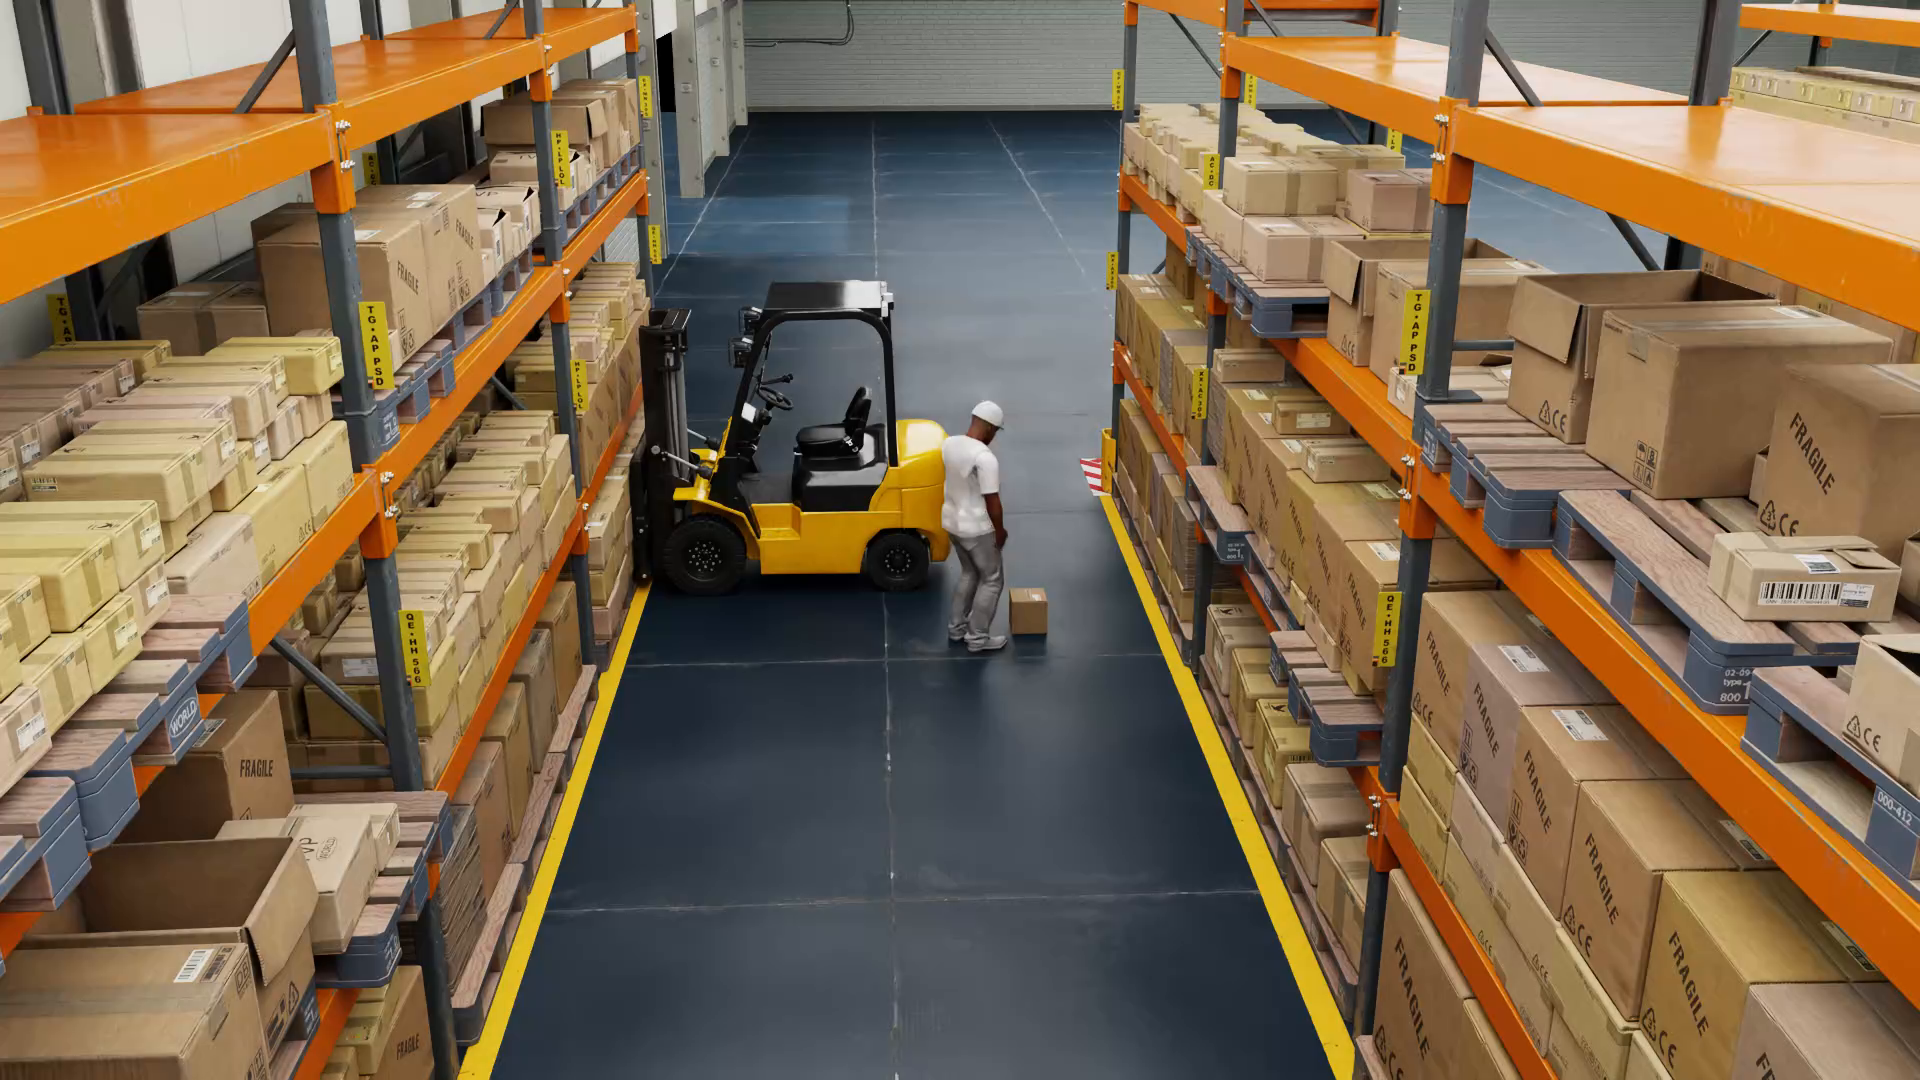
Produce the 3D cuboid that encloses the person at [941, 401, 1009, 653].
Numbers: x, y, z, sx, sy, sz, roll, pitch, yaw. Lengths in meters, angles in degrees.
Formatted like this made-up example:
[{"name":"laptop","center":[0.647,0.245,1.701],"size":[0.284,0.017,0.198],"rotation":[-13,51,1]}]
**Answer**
[{"name":"person","center":[0.109,-0.104,11.400],"size":[0.453,1.715,0.591],"rotation":[-12,23,-29]}]
